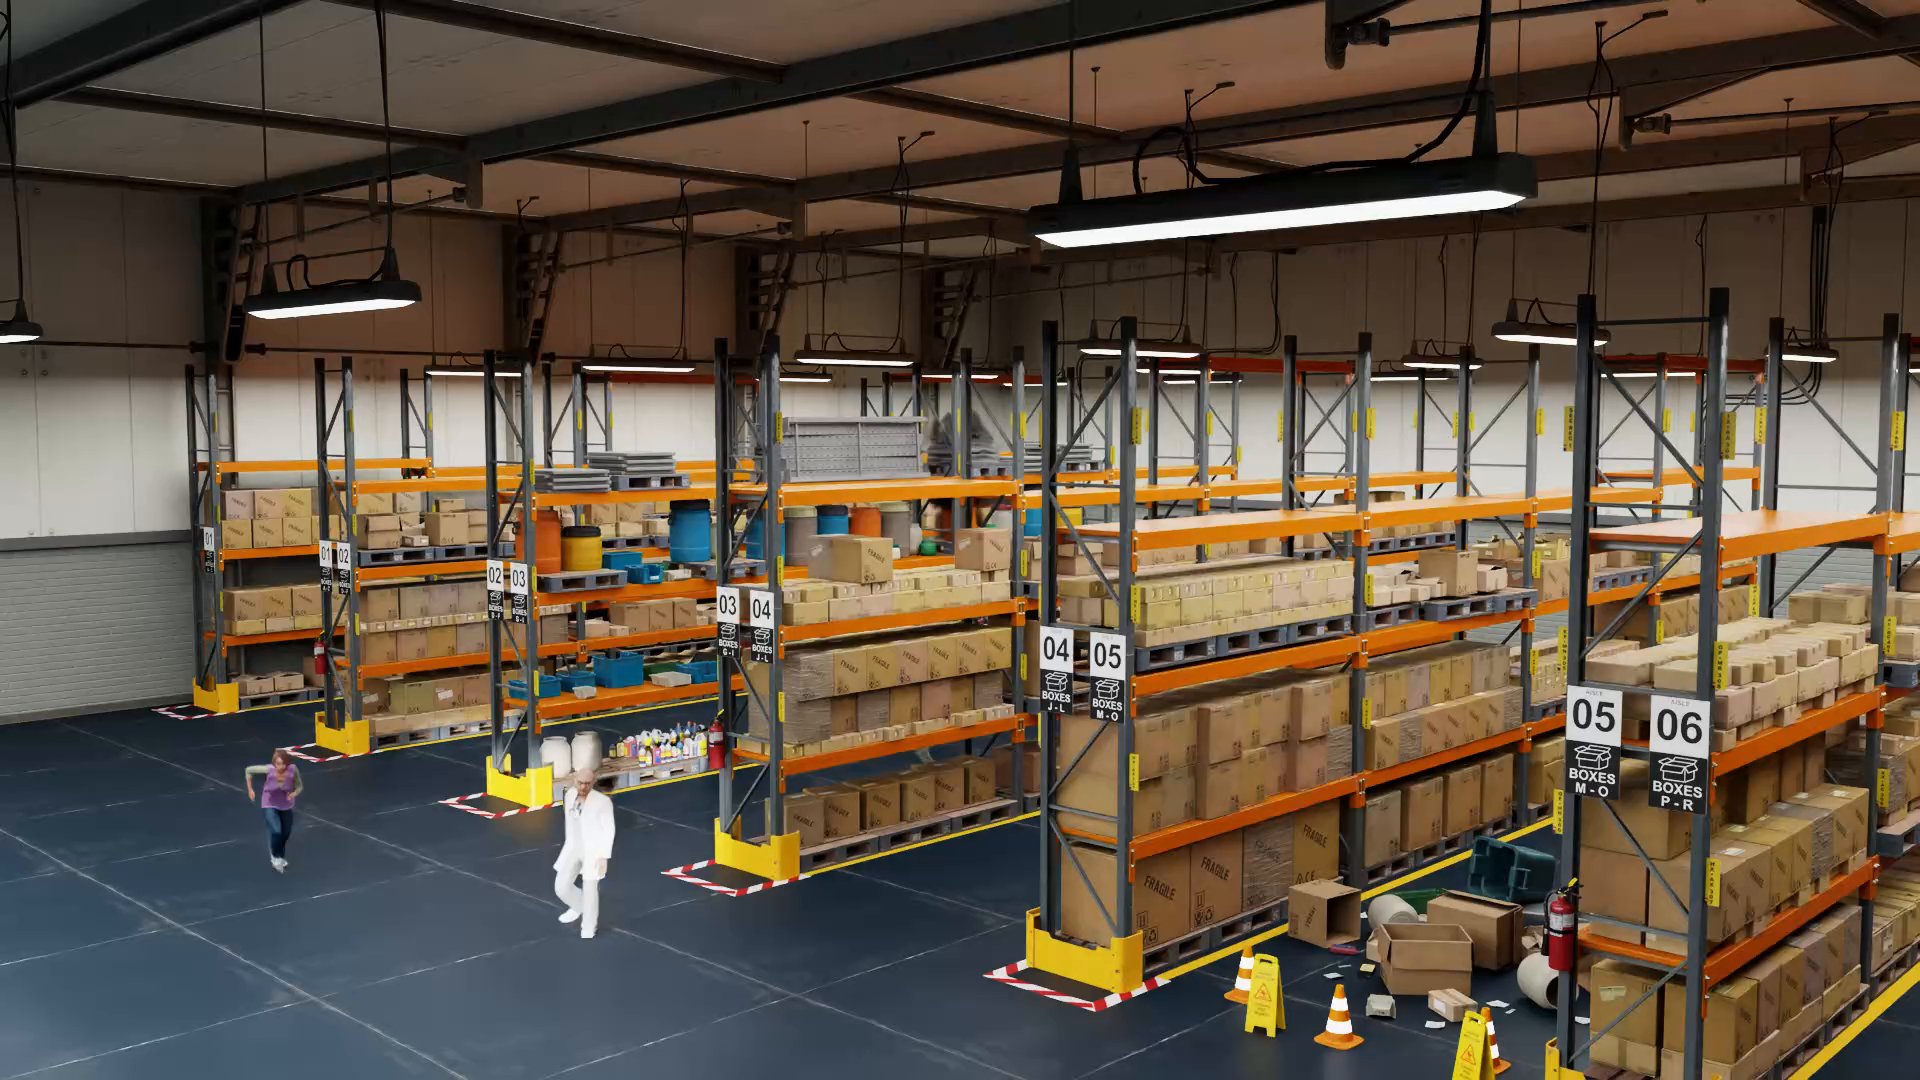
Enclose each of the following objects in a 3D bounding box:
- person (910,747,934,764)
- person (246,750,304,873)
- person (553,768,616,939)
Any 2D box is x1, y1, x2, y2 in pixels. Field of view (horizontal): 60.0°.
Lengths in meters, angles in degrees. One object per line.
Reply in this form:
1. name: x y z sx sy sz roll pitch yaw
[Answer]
1. person: -0.486 2.582 23.034 0.475 1.699 0.603 -1 5 -15
2. person: -7.630 3.013 18.527 0.570 1.437 0.875 -3 5 -30
3. person: -3.669 3.020 16.326 0.730 1.672 0.595 1 5 15
